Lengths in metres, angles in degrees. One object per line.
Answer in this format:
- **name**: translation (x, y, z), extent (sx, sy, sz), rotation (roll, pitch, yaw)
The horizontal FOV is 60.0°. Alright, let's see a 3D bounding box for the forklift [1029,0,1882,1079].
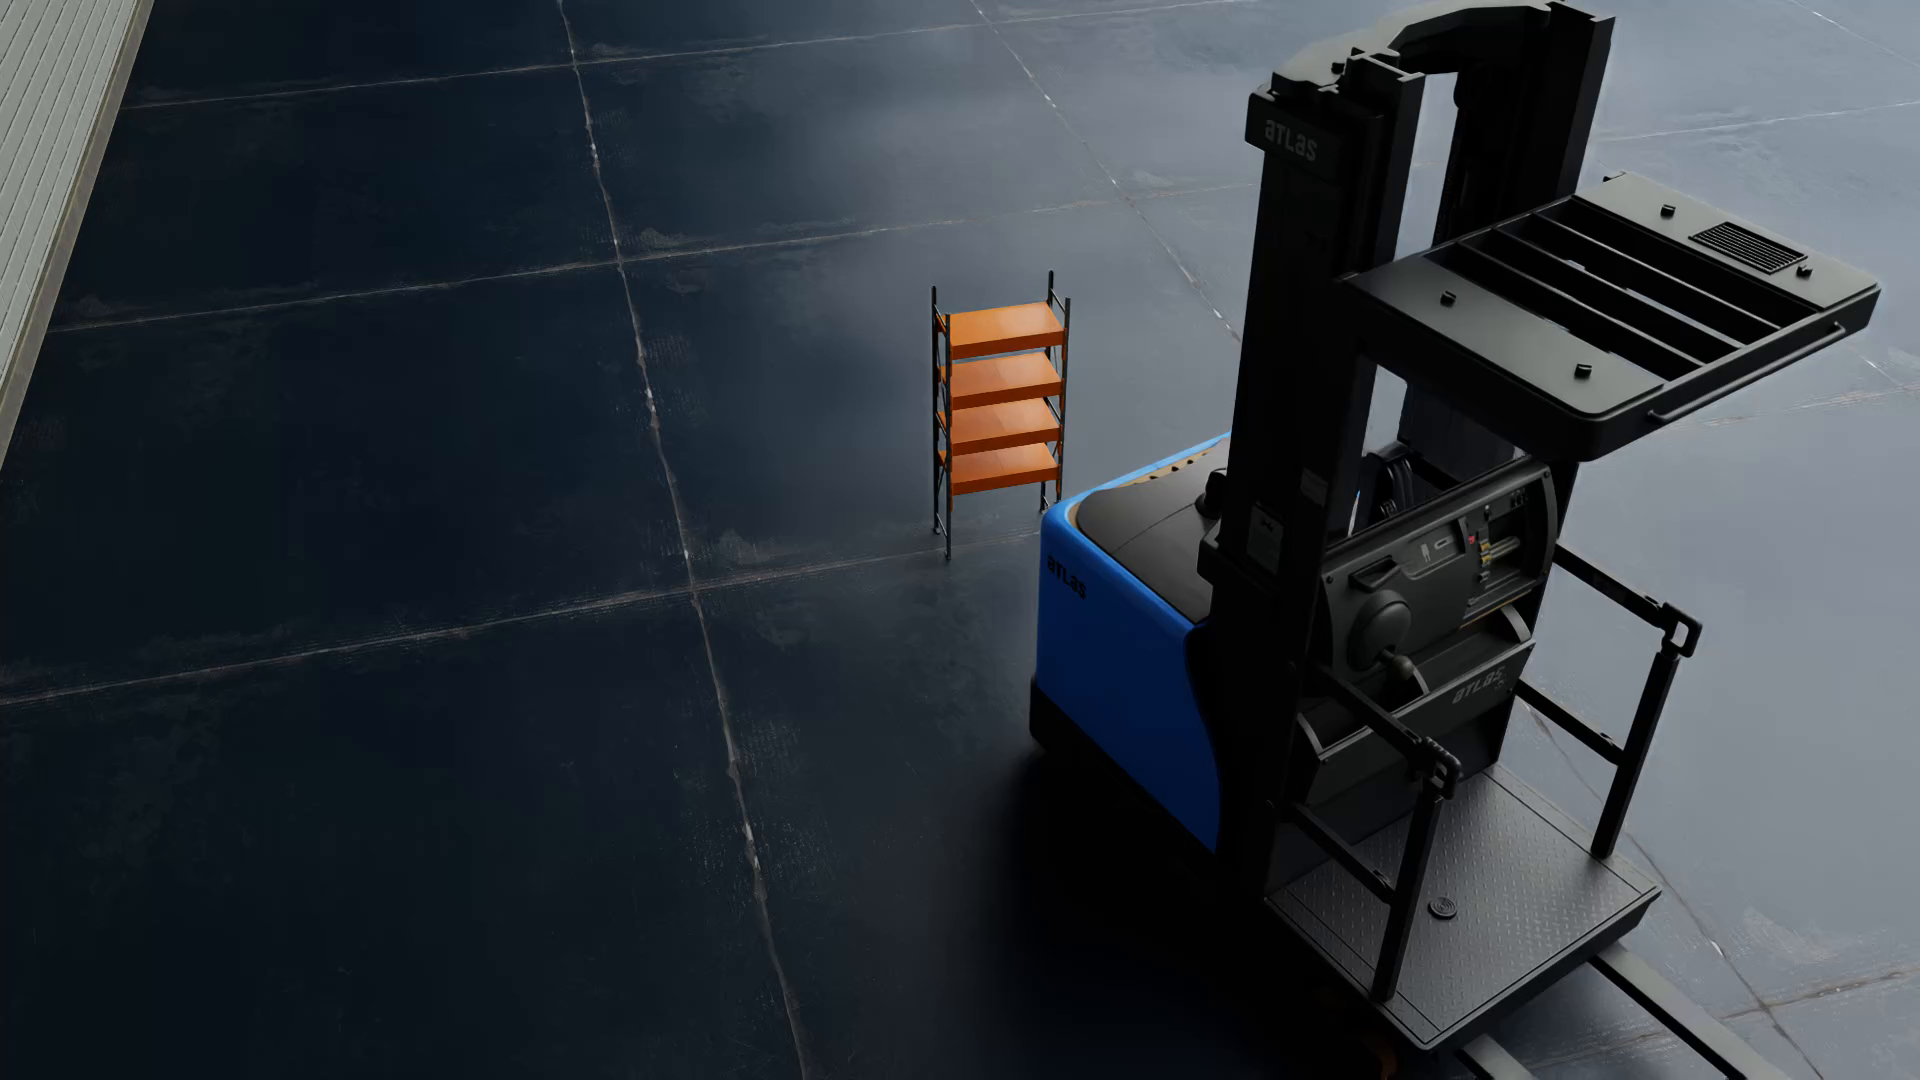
- **forklift**: translation (1.504, 0.159, 4.629), extent (1.130, 2.935, 3.031), rotation (-23, 43, -27)

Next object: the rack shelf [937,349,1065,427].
- **rack shelf**: translation (0.160, -0.627, 6.825), extent (0.480, 0.148, 0.258), rotation (-9, 38, -12)

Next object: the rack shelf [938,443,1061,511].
- **rack shelf**: translation (0.160, -0.292, 7.081), extent (0.480, 0.148, 0.258), rotation (-9, 38, -12)

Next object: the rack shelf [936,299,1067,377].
- **rack shelf**: translation (0.160, -0.815, 6.681), extent (0.480, 0.148, 0.258), rotation (-9, 38, -12)

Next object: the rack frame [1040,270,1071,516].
- **rack frame**: translation (0.395, -0.541, 6.970), extent (0.015, 1.200, 0.240), rotation (-9, 38, -12)

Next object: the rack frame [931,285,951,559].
- **rack frame**: translation (-0.076, -0.464, 6.869), extent (0.015, 1.200, 0.240), rotation (-9, 38, -12)

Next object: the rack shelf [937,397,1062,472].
- **rack shelf**: translation (0.160, -0.449, 6.961), extent (0.480, 0.148, 0.258), rotation (-9, 38, -12)

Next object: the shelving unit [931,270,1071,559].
- **shelving unit**: translation (0.160, -0.503, 6.920), extent (0.503, 1.200, 0.258), rotation (-9, 38, -12)
